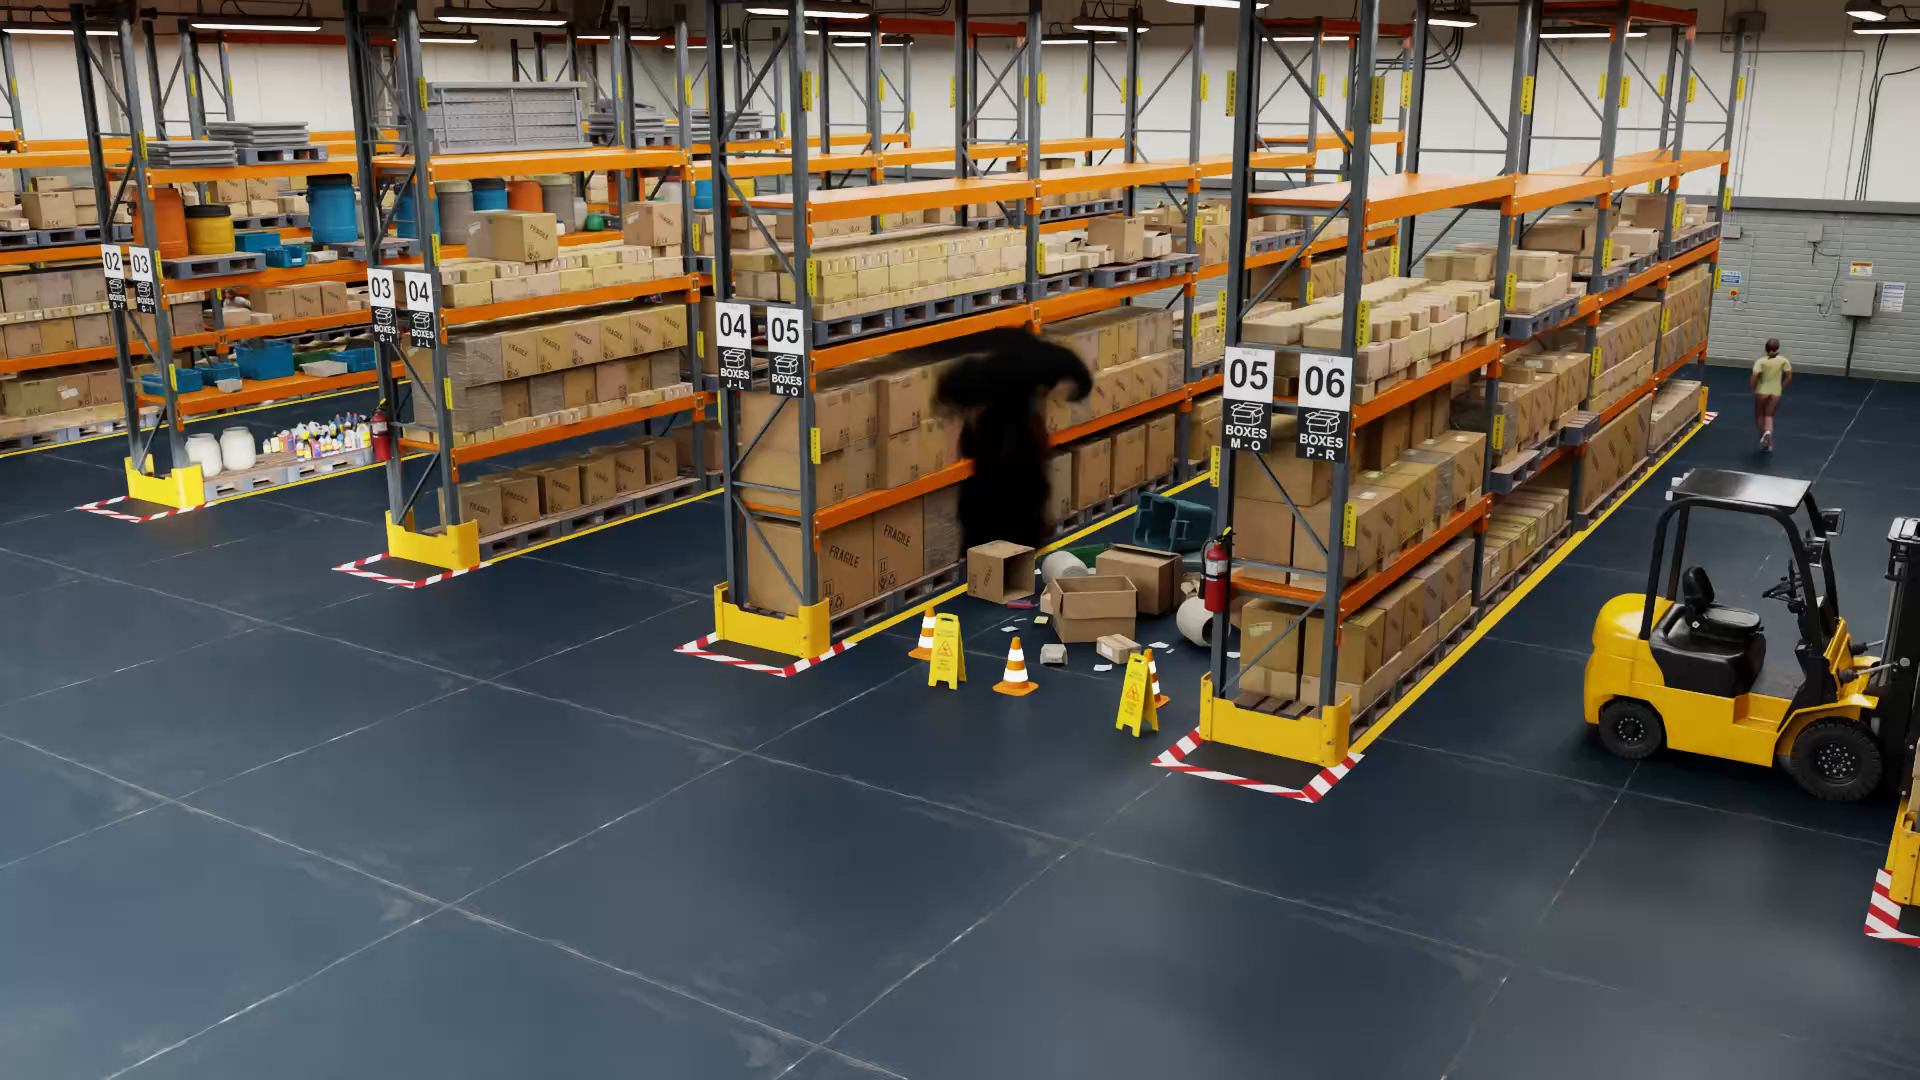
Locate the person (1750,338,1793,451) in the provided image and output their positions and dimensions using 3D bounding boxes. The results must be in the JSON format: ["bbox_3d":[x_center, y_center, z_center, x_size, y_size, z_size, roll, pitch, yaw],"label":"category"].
[{"bbox_3d":[11.459,-2.025,23.528,0.573,1.615,0.571,4,16,13],"label":"person"}]

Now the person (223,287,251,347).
[{"bbox_3d":[-13.142,-3.899,30.376,0.547,1.495,0.863,2,16,7],"label":"person"}]
